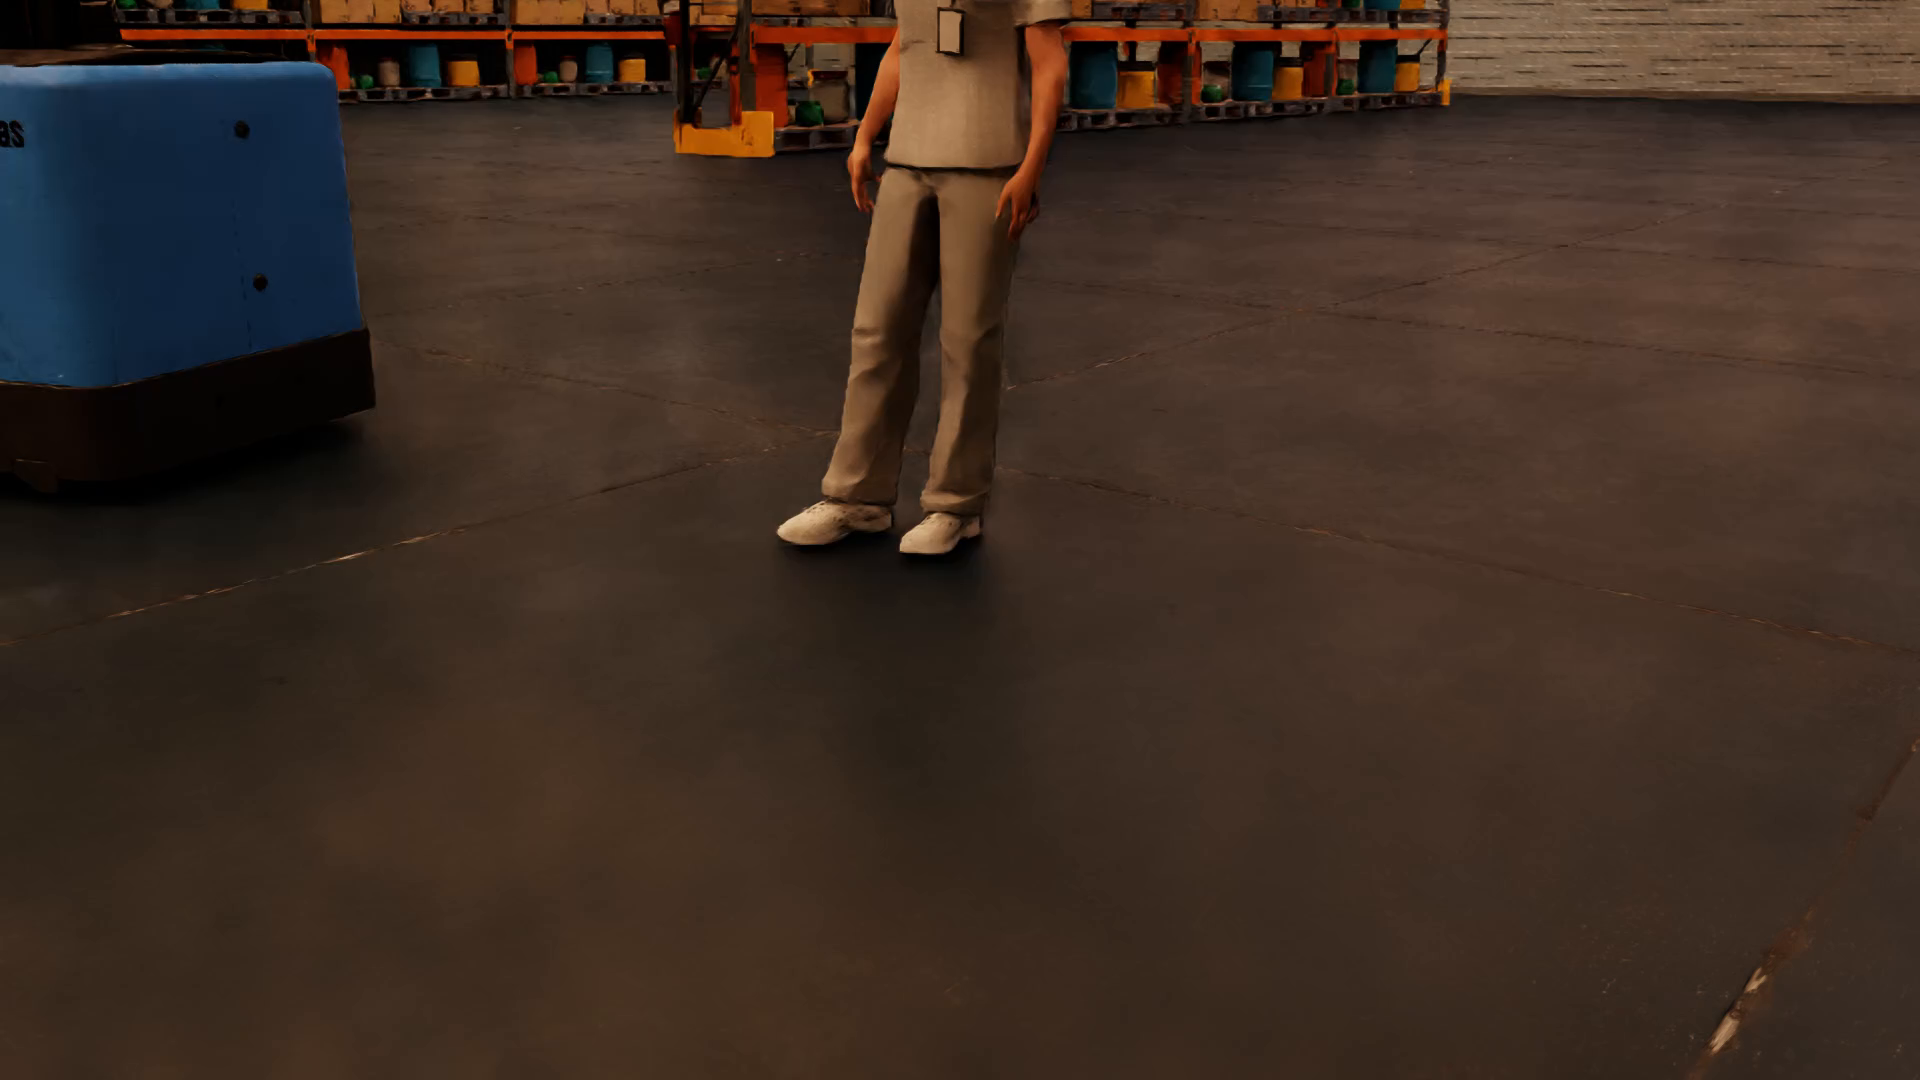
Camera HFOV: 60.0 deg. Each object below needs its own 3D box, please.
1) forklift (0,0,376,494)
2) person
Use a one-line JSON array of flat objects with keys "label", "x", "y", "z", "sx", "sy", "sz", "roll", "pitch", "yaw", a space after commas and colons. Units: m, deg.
[{"label": "forklift", "x": -3.338, "y": -1.767, "z": 4.715, "sx": 3.031, "sy": 2.935, "sz": 1.130, "roll": 6, "pitch": 18, "yaw": 20}, {"label": "person", "x": -0.057, "y": -0.795, "z": 3.650, "sx": 0.549, "sy": 1.675, "sz": 0.549, "roll": 13, "pitch": 21, "yaw": 37}]
